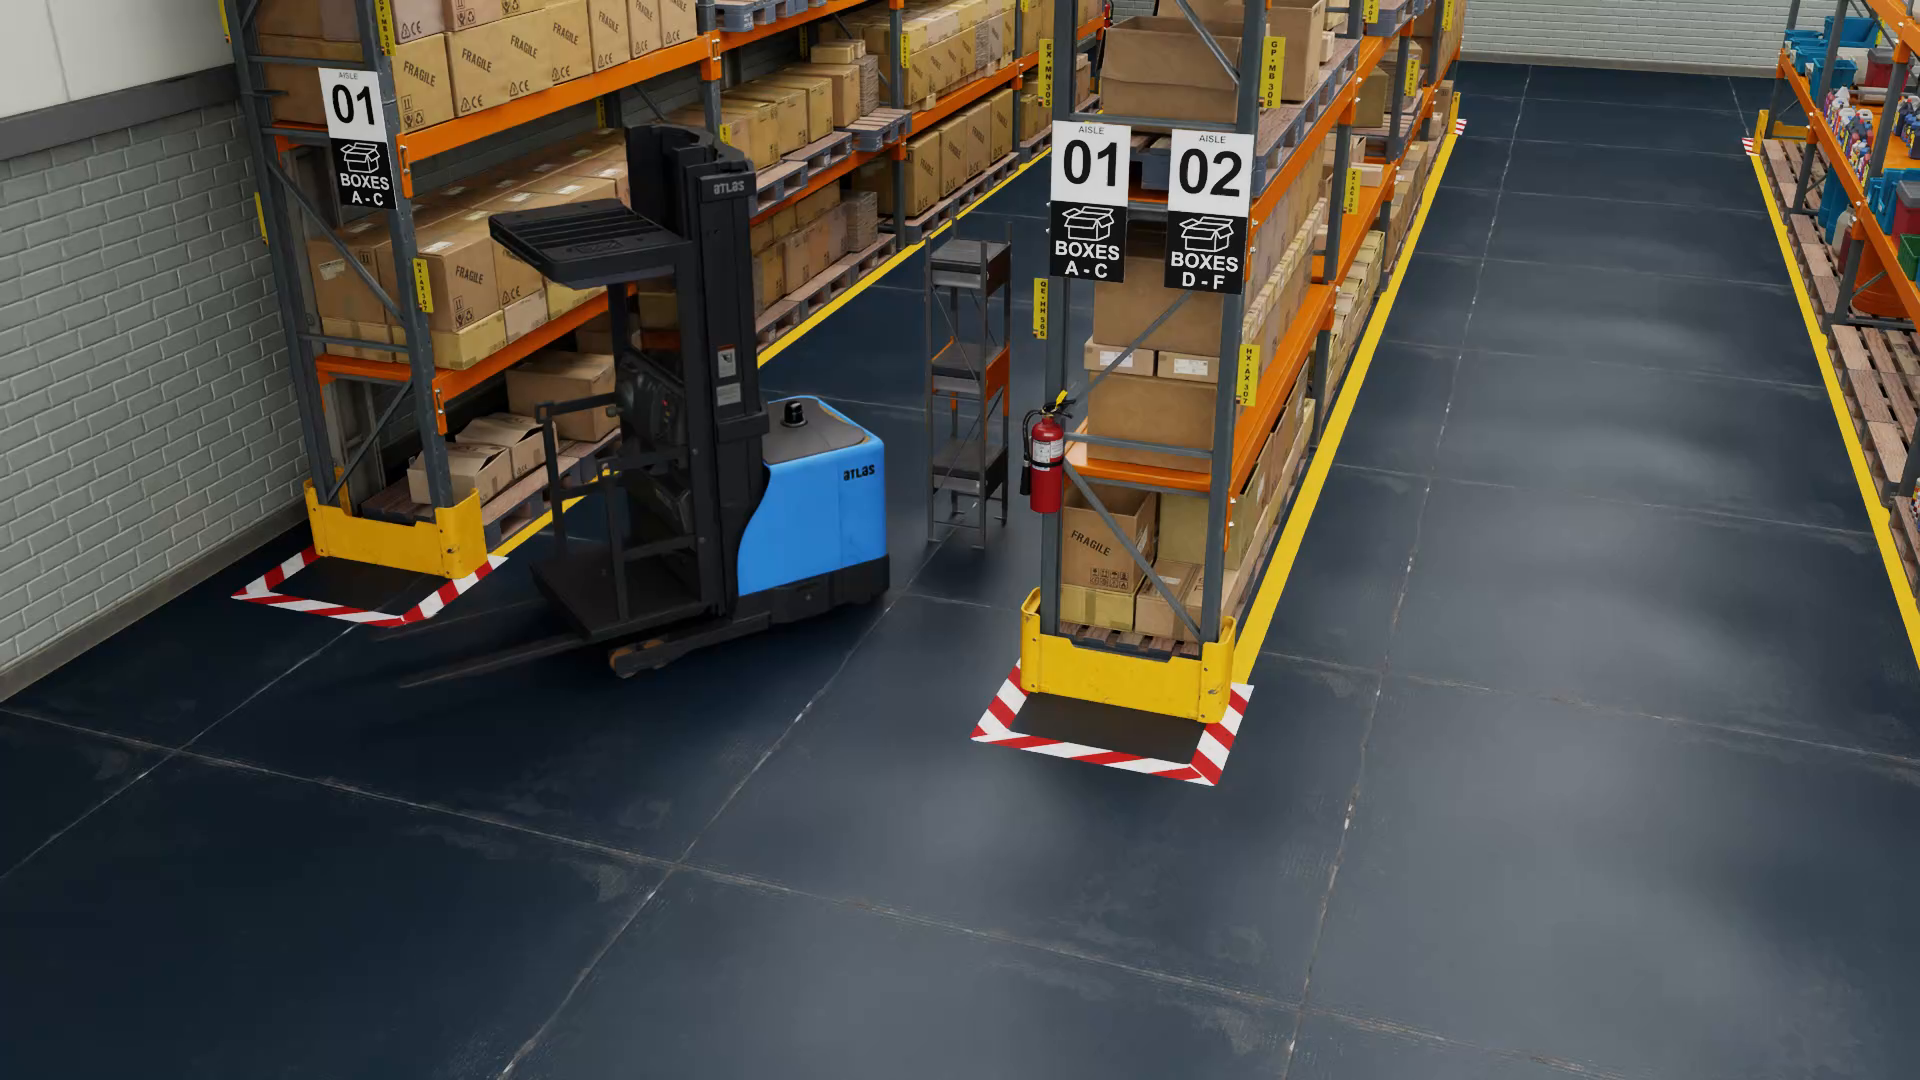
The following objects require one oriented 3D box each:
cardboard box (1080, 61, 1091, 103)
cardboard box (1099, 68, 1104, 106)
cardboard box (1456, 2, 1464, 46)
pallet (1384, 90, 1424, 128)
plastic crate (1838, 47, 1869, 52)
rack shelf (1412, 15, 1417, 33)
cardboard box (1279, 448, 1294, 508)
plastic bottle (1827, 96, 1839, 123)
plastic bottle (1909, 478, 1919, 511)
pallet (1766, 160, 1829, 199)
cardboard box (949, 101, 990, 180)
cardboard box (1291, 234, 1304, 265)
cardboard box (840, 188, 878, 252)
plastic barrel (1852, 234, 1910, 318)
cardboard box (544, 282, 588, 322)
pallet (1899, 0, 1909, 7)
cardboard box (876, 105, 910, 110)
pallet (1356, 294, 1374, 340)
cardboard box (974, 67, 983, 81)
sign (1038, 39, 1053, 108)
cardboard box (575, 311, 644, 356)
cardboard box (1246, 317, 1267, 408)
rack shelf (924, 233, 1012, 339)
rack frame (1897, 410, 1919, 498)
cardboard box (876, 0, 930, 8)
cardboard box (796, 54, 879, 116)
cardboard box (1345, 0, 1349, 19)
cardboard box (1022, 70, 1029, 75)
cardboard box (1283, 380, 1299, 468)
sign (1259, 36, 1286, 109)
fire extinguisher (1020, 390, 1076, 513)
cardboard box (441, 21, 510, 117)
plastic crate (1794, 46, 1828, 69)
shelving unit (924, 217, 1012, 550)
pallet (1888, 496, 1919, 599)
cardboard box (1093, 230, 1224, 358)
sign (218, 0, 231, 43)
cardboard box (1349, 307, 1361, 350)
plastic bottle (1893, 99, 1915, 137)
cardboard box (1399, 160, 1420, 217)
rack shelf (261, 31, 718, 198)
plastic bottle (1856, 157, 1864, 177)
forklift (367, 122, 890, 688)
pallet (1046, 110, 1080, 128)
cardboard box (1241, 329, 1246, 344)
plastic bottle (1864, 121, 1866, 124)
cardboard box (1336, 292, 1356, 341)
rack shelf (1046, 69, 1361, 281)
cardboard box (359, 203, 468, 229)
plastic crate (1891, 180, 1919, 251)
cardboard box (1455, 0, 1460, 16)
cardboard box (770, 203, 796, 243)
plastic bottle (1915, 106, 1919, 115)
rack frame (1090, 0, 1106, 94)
[{"bbox_3d":[1.455,-6.550,23.722,0.700,0.500,0.500,9,27,17],"label":"cardboard box"},{"bbox_3d":[1.076,-2.542,9.145,0.500,0.250,0.500,9,27,17],"label":"cardboard box"},{"bbox_3d":[6.204,-6.679,21.487,0.500,0.500,0.500,9,27,18],"label":"cardboard box"},{"bbox_3d":[4.247,-4.497,17.316,1.003,0.211,1.213,9,27,17],"label":"pallet"},{"bbox_3d":[10.835,-5.898,20.223,0.396,0.136,0.243,9,27,17],"label":"plastic crate"},{"bbox_3d":[4.269,-5.632,16.823,1.077,0.370,4.000,9,27,17],"label":"rack shelf"},{"bbox_3d":[1.996,-0.457,11.425,0.500,0.250,0.500,9,27,17],"label":"cardboard box"},{"bbox_3d":[8.983,-4.416,17.076,0.097,0.271,0.097,0,26,0],"label":"plastic bottle"},{"bbox_3d":[6.423,-0.322,11.100,0.097,0.271,0.097,0,26,0],"label":"plastic bottle"},{"bbox_3d":[10.217,-4.263,19.813,1.003,0.211,1.213,9,27,17],"label":"pallet"},{"bbox_3d":[-0.124,-4.714,19.529,0.750,0.750,0.750,10,27,19],"label":"cardboard box"},{"bbox_3d":[2.044,-1.916,10.906,0.380,0.149,0.250,9,27,17],"label":"cardboard box"},{"bbox_3d":[-1.259,-3.270,16.925,0.700,0.500,0.500,9,27,18],"label":"cardboard box"},{"bbox_3d":[8.420,-2.479,14.937,0.600,0.830,0.708,9,27,17],"label":"plastic barrel"},{"bbox_3d":[-2.935,-1.733,11.536,0.500,0.250,0.500,8,27,17],"label":"cardboard box"},{"bbox_3d":[8.621,-4.629,14.143,1.003,0.211,1.213,9,27,17],"label":"pallet"},{"bbox_3d":[-0.741,-4.498,17.363,0.380,0.149,0.250,8,27,17],"label":"cardboard box"},{"bbox_3d":[3.293,-2.196,15.543,1.003,0.211,1.213,9,27,17],"label":"pallet"},{"bbox_3d":[0.050,-5.445,19.319,0.380,0.149,0.250,9,27,17],"label":"cardboard box"},{"bbox_3d":[0.435,-2.293,8.177,0.100,0.325,0.005,9,27,17],"label":"sign"},{"bbox_3d":[-2.707,-1.497,13.263,0.500,0.500,0.500,7,27,14],"label":"cardboard box"},{"bbox_3d":[1.450,-1.151,10.069,0.700,0.500,0.500,9,27,18],"label":"cardboard box"},{"bbox_3d":[0.055,-1.631,10.634,0.431,0.518,0.480,9,27,17],"label":"rack shelf"},{"bbox_3d":[6.943,-1.420,10.740,1.000,3.000,0.127,9,27,17],"label":"rack frame"},{"bbox_3d":[-0.644,-5.882,18.616,0.500,0.250,0.500,8,27,16],"label":"cardboard box"},{"bbox_3d":[-1.216,-4.549,16.583,0.700,0.500,0.500,6,26,11],"label":"cardboard box"},{"bbox_3d":[2.667,-4.089,12.502,0.500,0.250,0.500,6,27,12],"label":"cardboard box"},{"bbox_3d":[0.718,-6.190,22.236,0.380,0.149,0.250,9,27,18],"label":"cardboard box"},{"bbox_3d":[1.984,-0.797,11.266,0.500,0.500,0.500,9,27,17],"label":"cardboard box"},{"bbox_3d":[1.463,-2.192,7.799,0.100,0.325,0.005,9,27,17],"label":"sign"},{"bbox_3d":[0.464,-0.480,8.888,0.296,0.674,0.183,9,27,17],"label":"fire extinguisher"},{"bbox_3d":[-3.171,-2.933,10.287,0.500,0.500,0.500,11,28,21],"label":"cardboard box"},{"bbox_3d":[10.105,-5.708,19.720,0.416,0.233,0.300,9,27,17],"label":"plastic crate"},{"bbox_3d":[0.055,-1.013,10.933,0.431,2.100,0.503,9,27,17],"label":"shelving unit"},{"bbox_3d":[6.680,0.105,10.790,1.003,0.211,1.213,9,27,17],"label":"pallet"},{"bbox_3d":[1.127,-1.336,8.965,0.700,0.500,0.500,9,27,18],"label":"cardboard box"},{"bbox_3d":[-4.248,-3.050,9.649,0.100,0.325,0.005,9,27,17],"label":"sign"},{"bbox_3d":[3.152,-1.853,14.308,0.500,0.250,0.500,9,27,18],"label":"cardboard box"},{"bbox_3d":[9.410,-4.205,16.549,0.144,0.351,0.185,9,27,17],"label":"plastic bottle"},{"bbox_3d":[4.701,-3.848,18.119,0.500,0.500,0.500,9,27,18],"label":"cardboard box"},{"bbox_3d":[-3.065,-3.061,11.513,1.077,0.370,4.000,9,27,17],"label":"rack shelf"},{"bbox_3d":[8.171,-3.382,15.021,0.097,0.201,0.097,0,26,0],"label":"plastic bottle"},{"bbox_3d":[-1.962,-0.787,9.513,3.031,2.935,1.130,-15,30,-29],"label":"forklift"},{"bbox_3d":[0.994,-5.693,22.766,1.003,0.211,1.213,9,27,17],"label":"pallet"},{"bbox_3d":[1.361,-1.072,9.162,0.380,0.149,0.250,8,27,16],"label":"cardboard box"},{"bbox_3d":[8.830,-3.997,16.291,0.097,0.201,0.097,0,26,0],"label":"plastic bottle"},{"bbox_3d":[2.988,-1.895,13.752,0.500,0.311,0.500,8,27,16],"label":"cardboard box"},{"bbox_3d":[1.607,-2.344,10.033,1.077,0.370,4.000,9,27,17],"label":"rack shelf"},{"bbox_3d":[-3.598,-1.922,11.065,0.500,0.500,0.500,9,27,18],"label":"cardboard box"},{"bbox_3d":[7.447,-2.473,12.841,0.402,0.464,0.583,9,27,17],"label":"plastic crate"},{"bbox_3d":[5.871,-6.711,20.406,0.500,0.500,0.500,10,27,19],"label":"cardboard box"},{"bbox_3d":[-1.858,-2.968,15.440,0.500,0.250,0.500,8,27,16],"label":"cardboard box"},{"bbox_3d":[9.546,-4.184,16.506,0.144,0.351,0.185,9,27,17],"label":"plastic bottle"},{"bbox_3d":[1.594,-7.788,23.893,1.000,3.000,0.127,9,27,17],"label":"rack frame"}]
